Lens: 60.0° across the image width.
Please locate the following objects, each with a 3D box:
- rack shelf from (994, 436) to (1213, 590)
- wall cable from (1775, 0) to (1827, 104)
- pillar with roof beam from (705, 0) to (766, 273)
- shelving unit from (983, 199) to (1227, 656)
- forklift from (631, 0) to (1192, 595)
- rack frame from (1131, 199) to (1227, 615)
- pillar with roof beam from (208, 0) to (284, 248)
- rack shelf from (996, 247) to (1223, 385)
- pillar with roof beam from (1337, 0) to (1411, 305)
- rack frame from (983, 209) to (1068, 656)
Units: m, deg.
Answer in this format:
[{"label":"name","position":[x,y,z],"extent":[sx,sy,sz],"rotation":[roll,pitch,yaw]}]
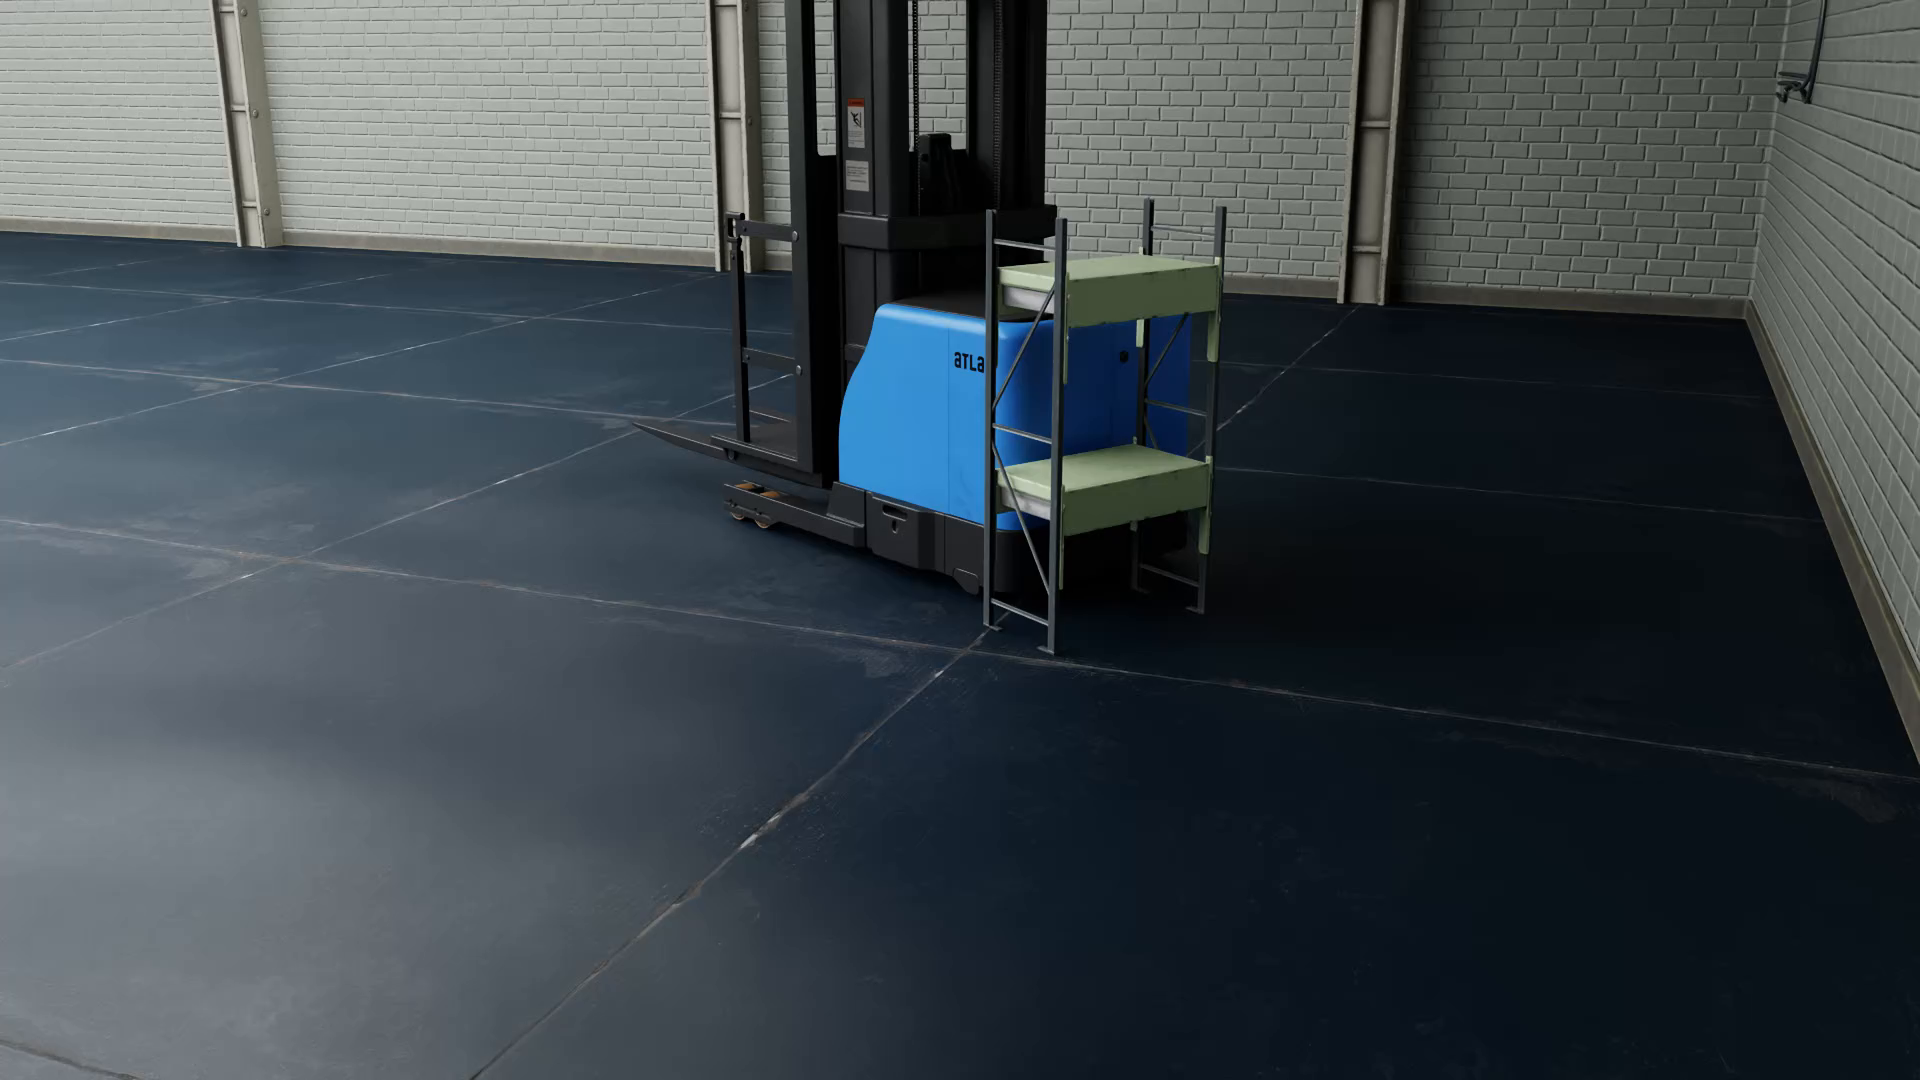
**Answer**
[{"label":"rack shelf","position":[0.508,-0.112,6.037],"extent":[0.720,0.370,0.431],"rotation":[-12,20,-35]},{"label":"wall cable","position":[5.692,-4.215,11.121],"extent":[0.112,2.526,3.097],"rotation":[6,17,21]},{"label":"pillar with roof beam","position":[-3.724,-5.848,11.176],"extent":[0.400,9.000,9.100],"rotation":[6,17,21]},{"label":"shelving unit","position":[0.509,-0.425,5.945],"extent":[0.755,1.500,0.431],"rotation":[-12,20,-35]},{"label":"forklift","position":[-0.417,-1.539,7.218],"extent":[1.130,2.935,3.031],"rotation":[-14,21,-40]},{"label":"rack frame","position":[0.800,-0.487,6.157],"extent":[0.023,1.500,0.400],"rotation":[-12,20,-35]},{"label":"pillar with roof beam","position":[-9.306,-6.461,13.290],"extent":[0.400,9.000,9.100],"rotation":[6,17,21]},{"label":"rack shelf","position":[0.509,-0.800,5.835],"extent":[0.720,0.370,0.431],"rotation":[-12,20,-35]},{"label":"pillar with roof beam","position":[1.857,-5.234,9.062],"extent":[0.400,9.000,9.100],"rotation":[6,17,21]},{"label":"rack frame","position":[0.217,-0.364,5.733],"extent":[0.023,1.500,0.400],"rotation":[-12,20,-35]}]
